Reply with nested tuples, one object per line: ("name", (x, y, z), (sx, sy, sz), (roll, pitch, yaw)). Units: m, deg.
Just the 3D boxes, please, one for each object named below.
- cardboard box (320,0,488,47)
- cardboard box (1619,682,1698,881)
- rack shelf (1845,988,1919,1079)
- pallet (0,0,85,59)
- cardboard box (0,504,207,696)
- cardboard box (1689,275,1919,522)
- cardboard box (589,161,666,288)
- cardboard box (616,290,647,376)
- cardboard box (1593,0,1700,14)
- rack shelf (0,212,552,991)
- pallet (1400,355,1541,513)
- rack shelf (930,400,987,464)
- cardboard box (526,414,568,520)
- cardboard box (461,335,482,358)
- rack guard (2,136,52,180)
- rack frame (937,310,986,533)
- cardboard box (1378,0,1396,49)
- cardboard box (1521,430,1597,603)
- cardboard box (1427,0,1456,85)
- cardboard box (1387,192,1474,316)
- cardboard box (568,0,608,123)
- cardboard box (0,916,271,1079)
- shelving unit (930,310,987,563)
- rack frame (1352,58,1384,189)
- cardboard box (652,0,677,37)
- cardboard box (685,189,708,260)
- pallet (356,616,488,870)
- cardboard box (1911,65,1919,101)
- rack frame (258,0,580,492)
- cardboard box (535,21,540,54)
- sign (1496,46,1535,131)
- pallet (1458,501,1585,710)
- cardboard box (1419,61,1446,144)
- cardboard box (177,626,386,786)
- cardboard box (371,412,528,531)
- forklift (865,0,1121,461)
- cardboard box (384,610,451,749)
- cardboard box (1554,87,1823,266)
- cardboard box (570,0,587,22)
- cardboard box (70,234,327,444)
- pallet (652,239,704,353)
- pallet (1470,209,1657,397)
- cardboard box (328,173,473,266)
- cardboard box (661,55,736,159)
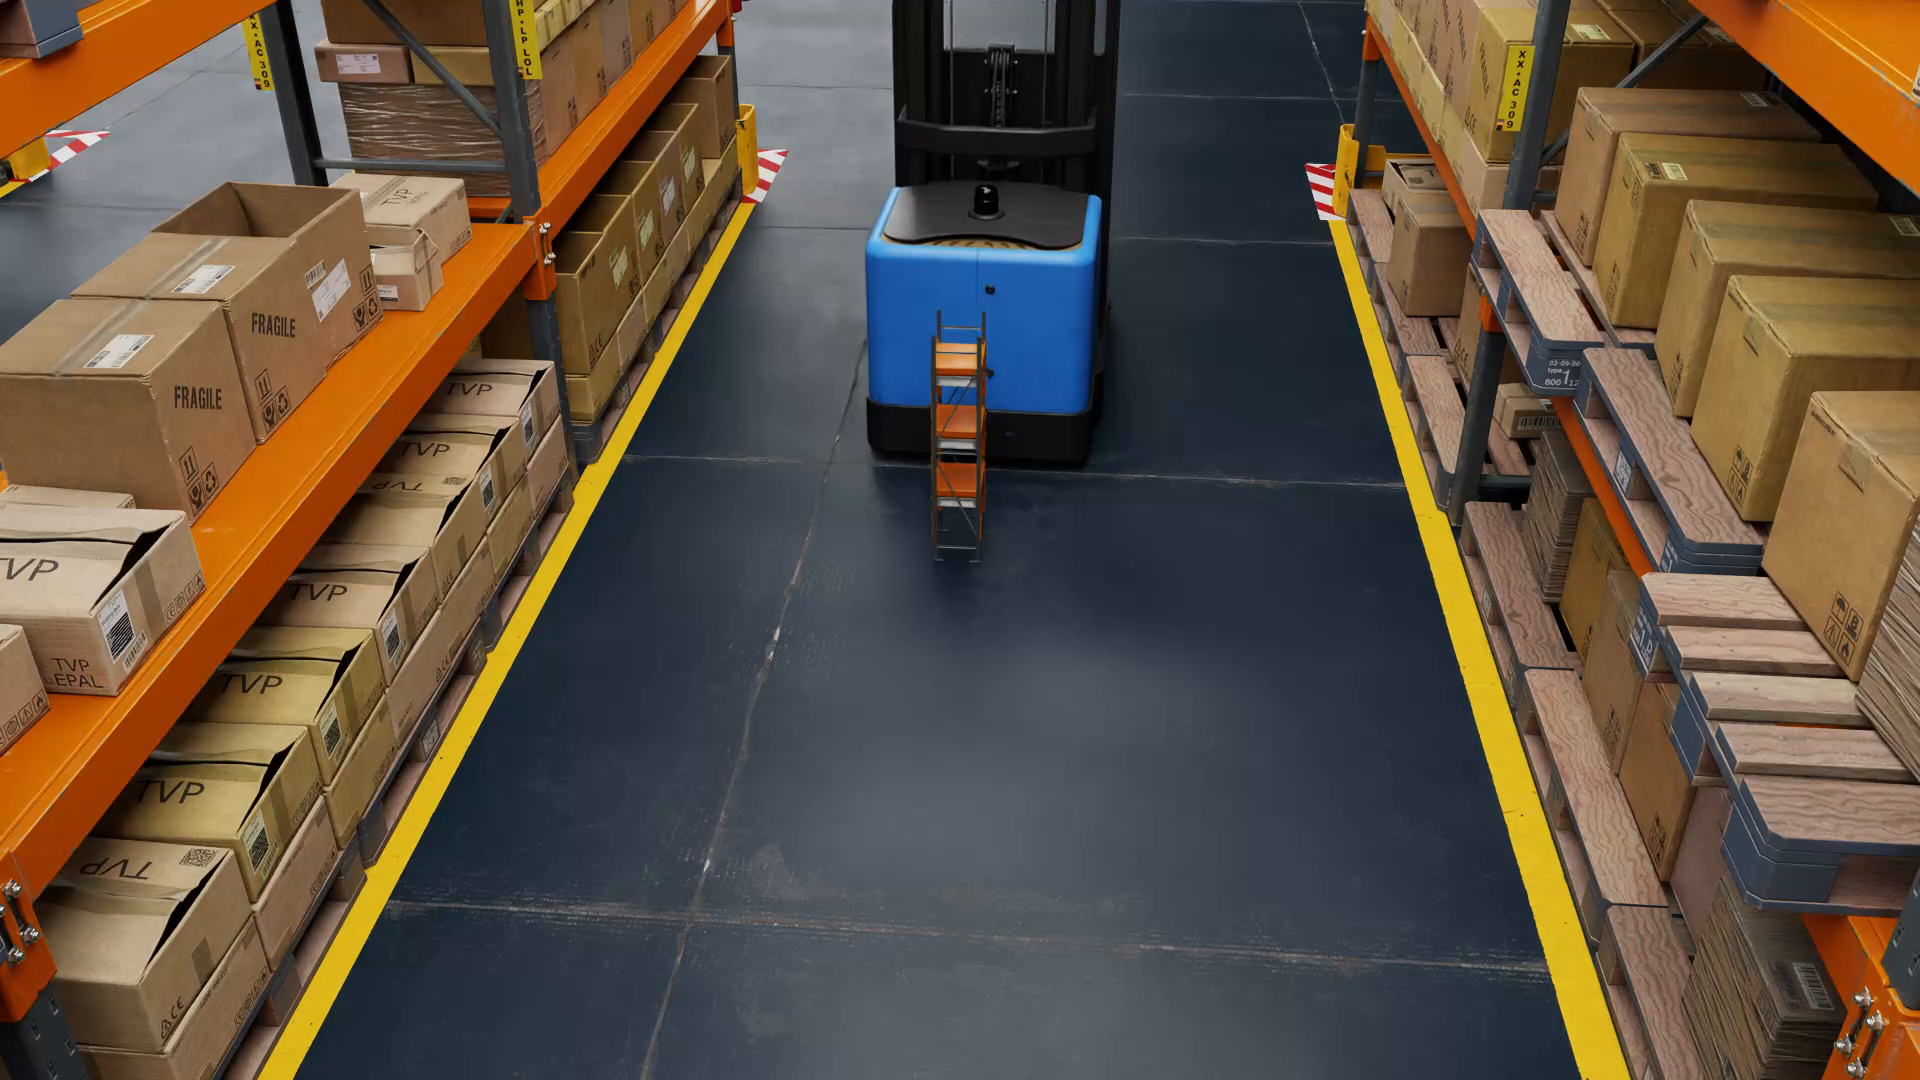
("cardboard box", (-2.237, -2.376, 6.915), (0.700, 0.500, 0.500), (3, 32, 4))
("cardboard box", (2.522, 0.725, 5.178), (0.700, 0.500, 0.500), (2, 32, 4))
("rack shelf", (2.183, 2.104, 1.662), (1.077, 0.370, 4.000), (2, 32, 4))
("pallet", (-2.626, -1.013, 3.355), (1.213, 0.211, 1.003), (4, 32, 6))
("cardboard box", (-2.326, 0.121, 4.279), (0.500, 0.311, 0.500), (2, 32, 3))
("cardboard box", (2.453, -0.376, 4.487), (0.700, 0.500, 0.500), (2, 32, 4))
("cardboard box", (-1.835, -1.629, 8.539), (0.500, 0.500, 0.500), (2, 32, 4))
("cardboard box", (-1.881, -1.048, 8.312), (0.500, 0.250, 0.500), (2, 32, 4))
("cardboard box", (2.963, -2.110, 7.225), (0.500, 0.500, 0.500), (2, 32, 4))
("rack shelf", (-2.429, -0.197, 5.396), (1.077, 0.370, 4.000), (2, 32, 4))
("pallet", (2.691, -0.505, 7.868), (1.003, 0.211, 1.213), (2, 32, 4))
("rack shelf", (-0.004, -0.410, 6.935), (0.215, 0.259, 0.240), (2, 32, 4))
("cardboard box", (-2.011, -0.328, 7.144), (0.500, 0.250, 0.500), (2, 32, 4))
("cardboard box", (-2.446, -0.809, 7.924), (0.500, 0.250, 0.500), (2, 32, 4))
("rack guard", (-6.837, -2.748, 11.233), (1.175, 0.500, 0.348), (2, 32, 4))
("rack frame", (0.006, -0.483, 7.033), (0.200, 1.050, 0.008), (2, 32, 4))
("cardboard box", (2.613, -2.862, 9.159), (0.500, 0.250, 0.500), (2, 32, 2))
("cardboard box", (2.628, -0.077, 6.479), (0.700, 0.500, 0.500), (3, 32, 6))
("cardboard box", (2.488, -2.388, 7.675), (0.500, 0.500, 0.500), (2, 32, 3))
("cardboard box", (2.695, -1.517, 8.815), (0.700, 0.500, 0.500), (1, 32, 1))
("cardboard box", (-2.155, -2.362, 8.129), (0.700, 0.500, 0.500), (3, 32, 5))
("cardboard box", (-2.257, 1.273, 4.546), (0.500, 0.250, 0.500), (2, 32, 4))
("shelving unit", (-0.004, -0.419, 6.929), (0.215, 1.050, 0.252), (2, 32, 4))
("rack frame", (2.997, -3.431, 9.958), (1.000, 3.000, 0.127), (2, 32, 4))
("cardboard box", (-2.029, -3.165, 9.431), (0.700, 0.500, 0.500), (3, 32, 5))
("cardboard box", (-1.758, -1.832, 9.585), (0.500, 0.250, 0.500), (2, 32, 4))
("pallet", (-2.384, 0.665, 5.970), (1.003, 0.211, 1.213), (2, 32, 4))
("cardboard box", (2.135, -0.883, 3.031), (0.500, 0.311, 0.500), (2, 32, 4))
("rack frame", (-2.266, -1.549, 6.904), (1.000, 3.000, 0.127), (2, 32, 4))
("cardboard box", (-2.031, -2.131, 7.136), (0.380, 0.149, 0.250), (3, 32, 5))
("sign", (2.130, -1.727, 6.368), (0.100, 0.325, 0.005), (2, 32, 4))
("pallet", (2.609, 0.255, 6.635), (1.003, 0.211, 1.213), (2, 32, 4))
("cardboard box", (2.482, -2.069, 7.871), (0.500, 0.250, 0.500), (2, 32, 4))
("cardboard box", (-2.179, 0.493, 5.278), (0.500, 0.311, 0.500), (2, 32, 3))
("cardboard box", (-2.050, -0.300, 6.563), (0.500, 0.311, 0.500), (3, 32, 5))
("forklift", (0.247, -2.367, 8.297), (1.130, 2.935, 3.031), (3, 32, 6))
("cardboard box", (-2.138, 0.470, 5.849), (0.500, 0.250, 0.500), (3, 32, 5))
("cardboard box", (2.596, -1.305, 5.993), (0.700, 0.500, 0.500), (3, 32, 4))
("cardboard box", (-1.969, -2.534, 7.790), (0.380, 0.149, 0.250), (1, 32, 2))
("cardboard box", (-2.429, -0.653, 5.356), (0.500, 0.500, 0.500), (3, 32, 4))
("pallet", (-2.063, -1.416, 9.346), (1.003, 0.211, 1.213), (2, 32, 4))
("pallet", (2.464, -0.864, 5.976), (1.003, 0.211, 1.213), (2, 32, 4))
("cardboard box", (-2.263, -1.226, 6.523), (0.500, 0.250, 0.500), (4, 32, 7))
("cardboard box", (-1.688, -2.675, 10.237), (0.500, 0.500, 0.500), (2, 32, 4))
